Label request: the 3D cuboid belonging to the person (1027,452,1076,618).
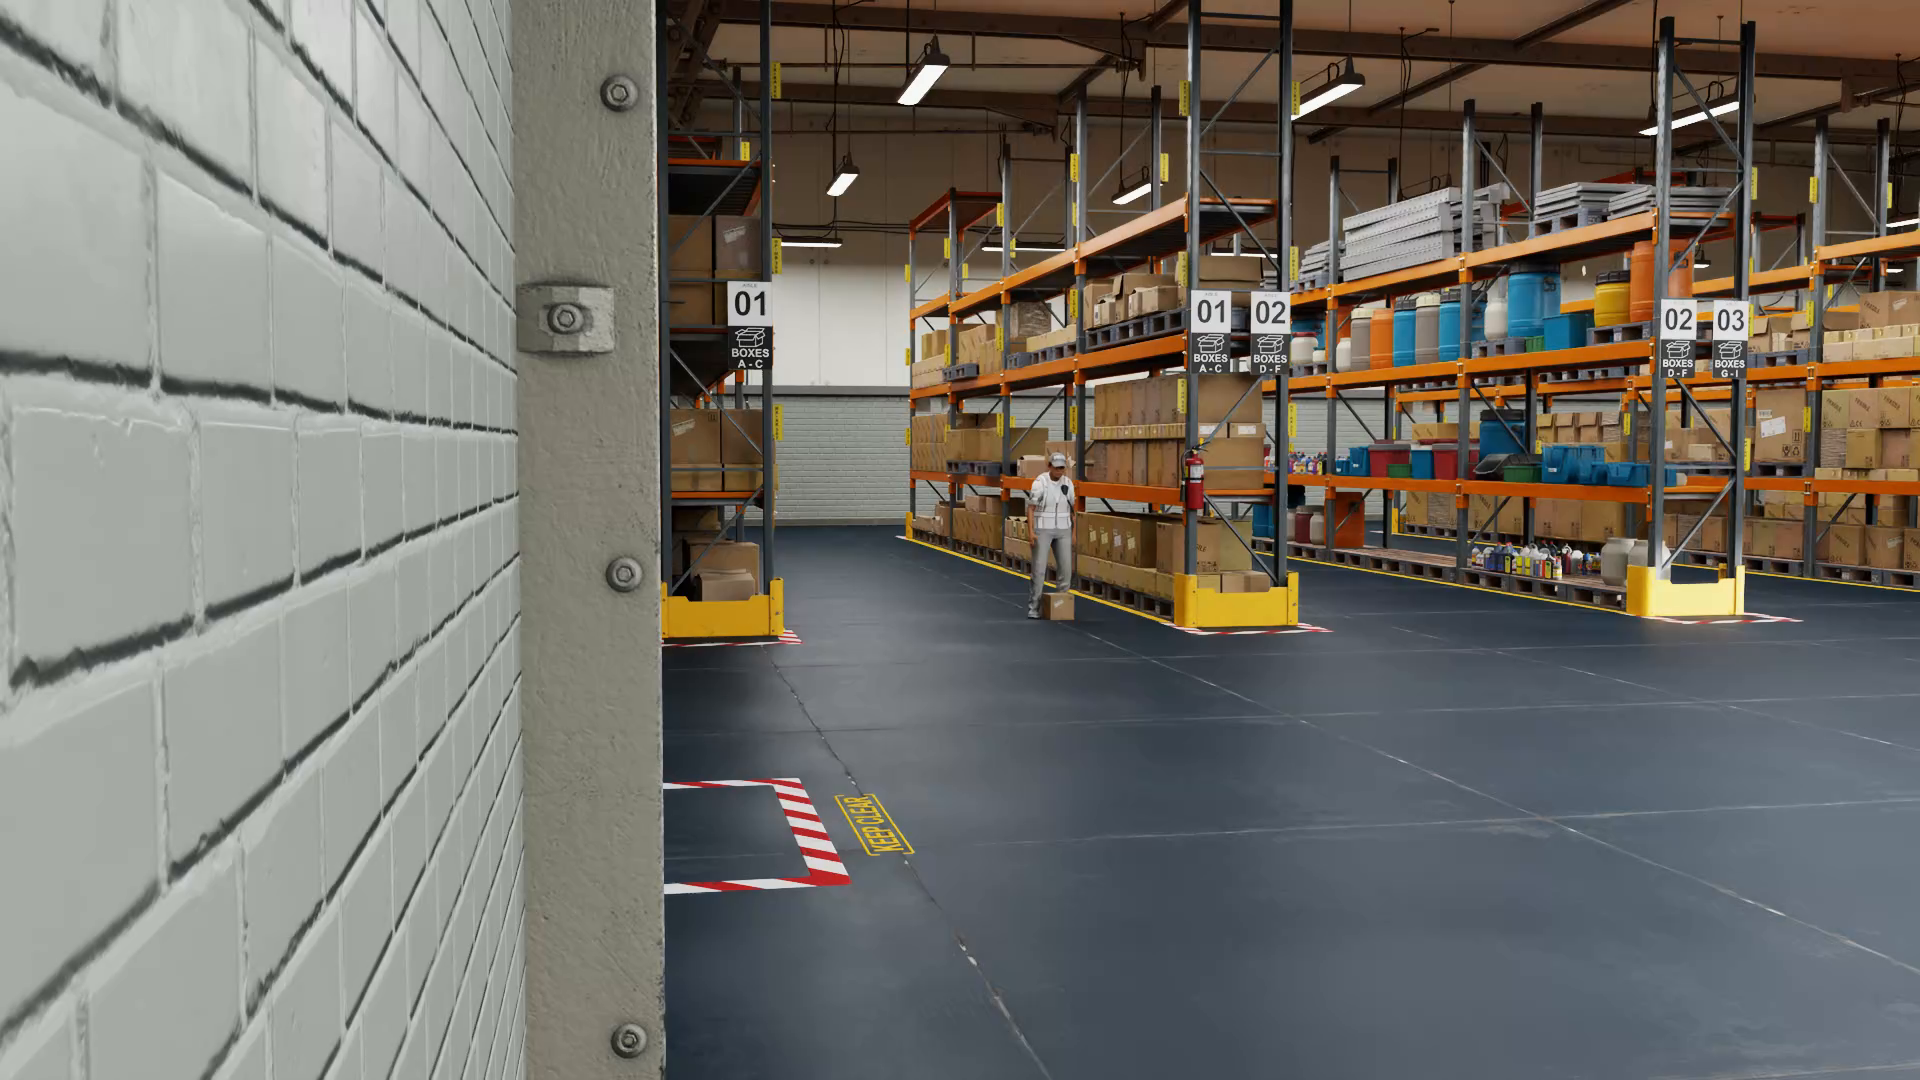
[{"bbox_3d":[0.926,-0.054,16.784,0.549,1.664,0.470,-1,3,-15],"label":"person"}]
